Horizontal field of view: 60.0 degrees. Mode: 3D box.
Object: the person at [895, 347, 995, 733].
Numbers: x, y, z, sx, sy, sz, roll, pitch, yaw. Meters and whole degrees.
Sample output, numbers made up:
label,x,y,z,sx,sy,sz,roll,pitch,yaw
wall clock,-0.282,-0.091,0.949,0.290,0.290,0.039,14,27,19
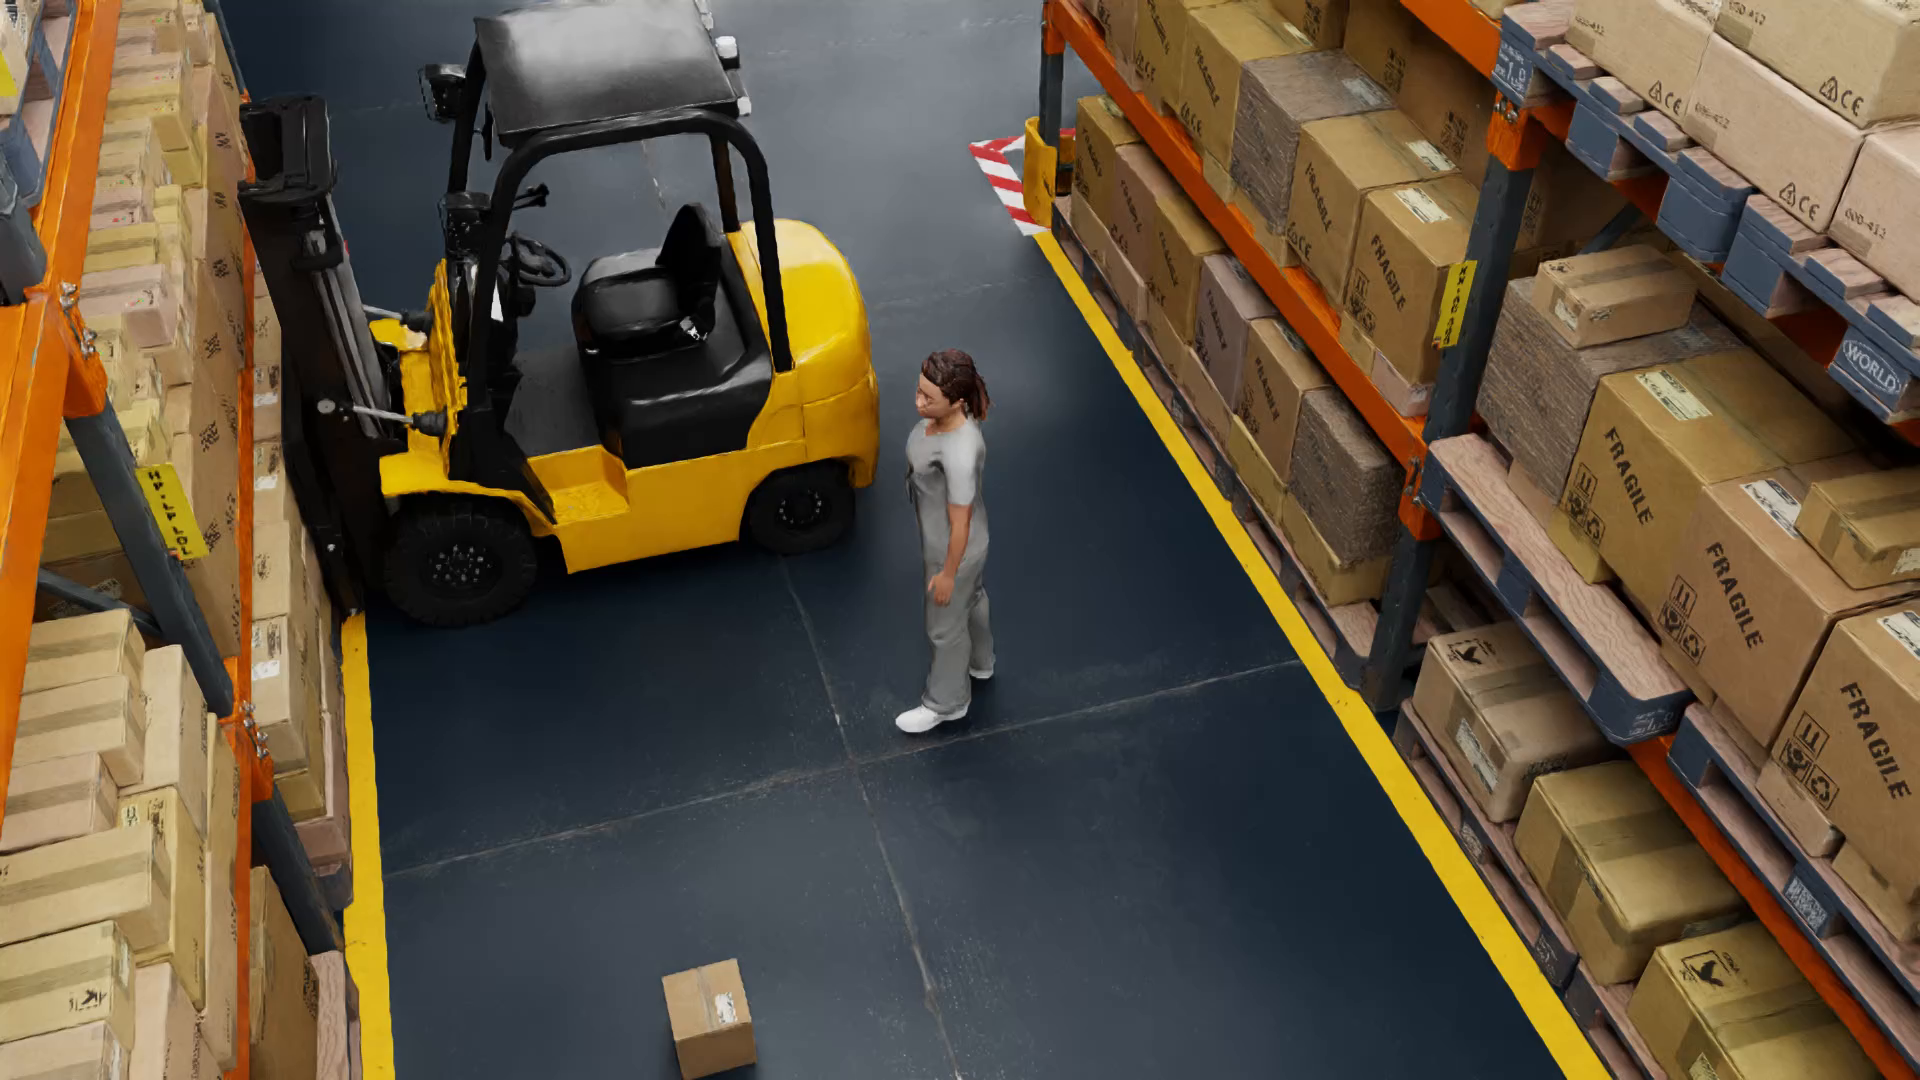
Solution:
label,x,y,z,sx,sy,sz,roll,pitch,yaw
person,-0.057,-0.011,6.138,0.412,1.674,0.537,-2,42,-2
